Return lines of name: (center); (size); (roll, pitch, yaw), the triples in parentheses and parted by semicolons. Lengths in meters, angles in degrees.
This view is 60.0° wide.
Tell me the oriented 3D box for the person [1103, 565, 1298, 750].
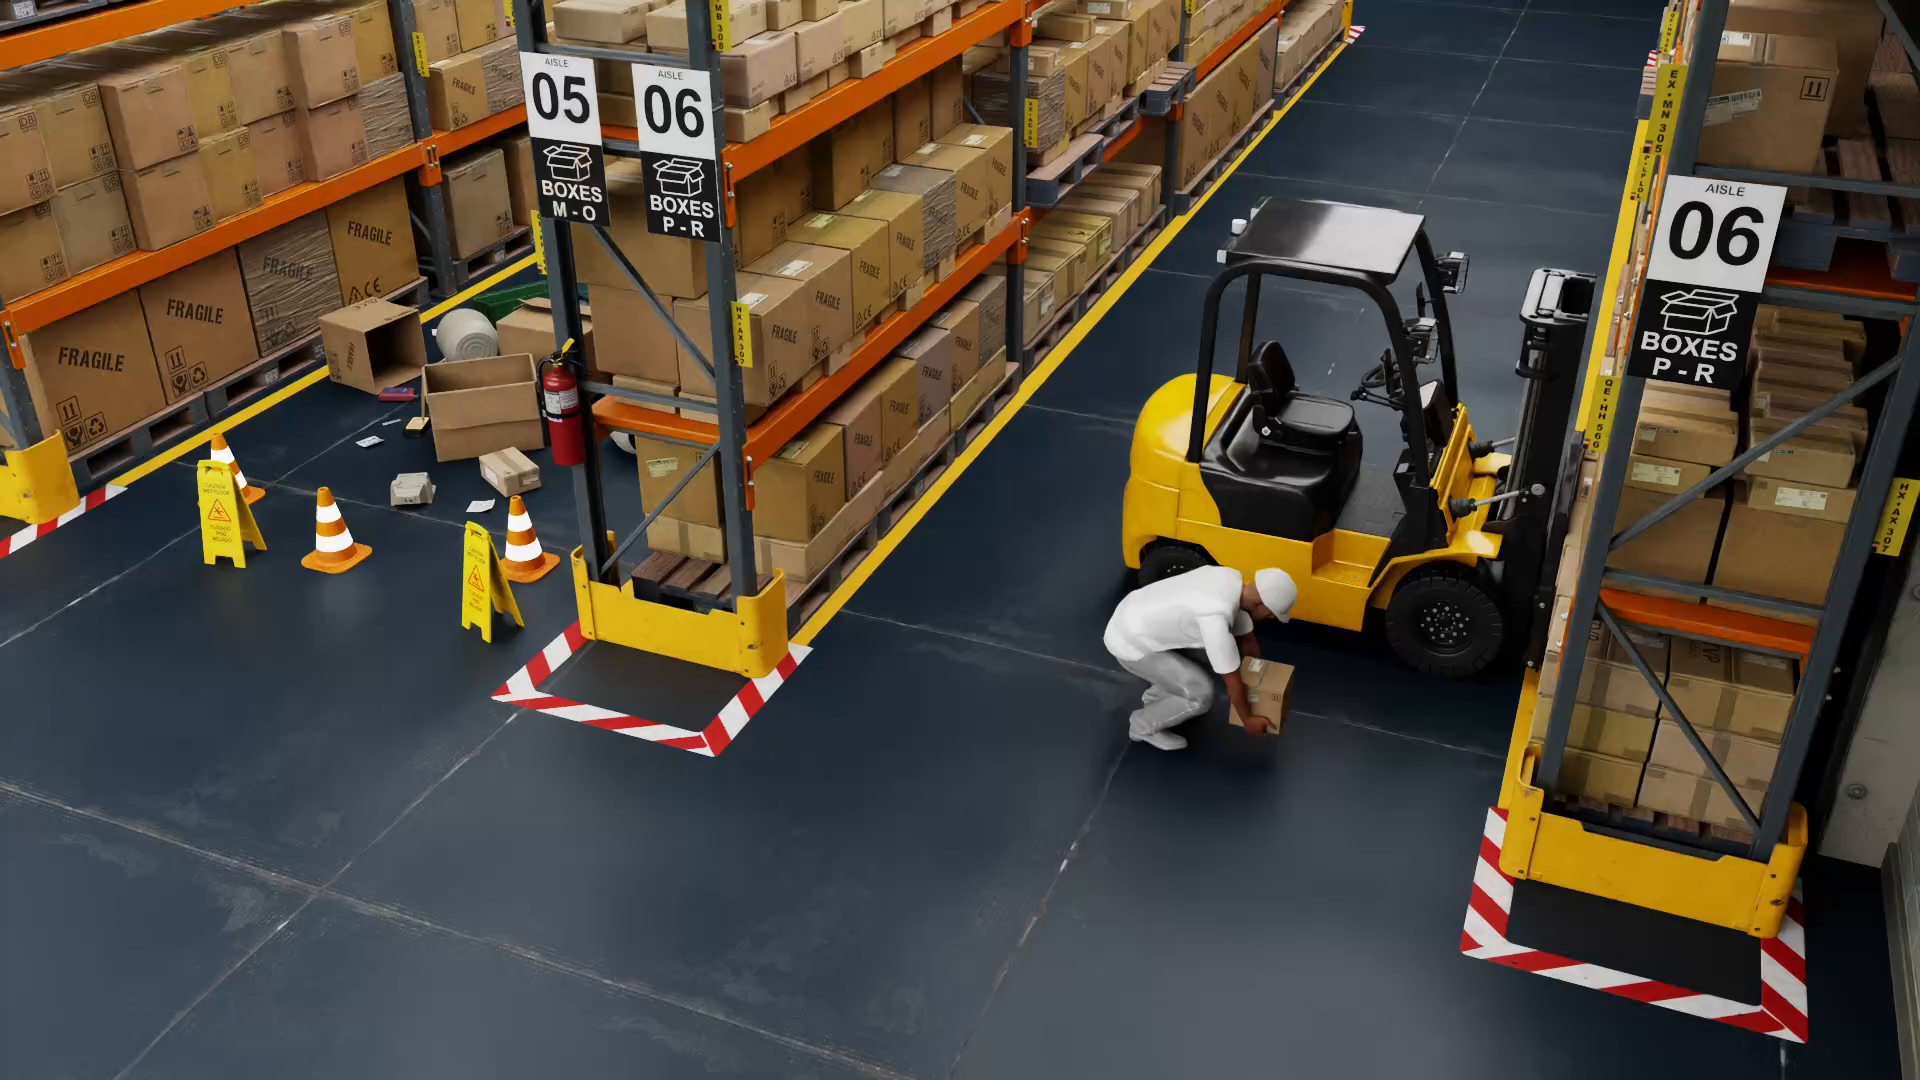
person: (1.179, 0.531, 8.211); (0.911, 1.010, 0.536); (10, 31, 18)
